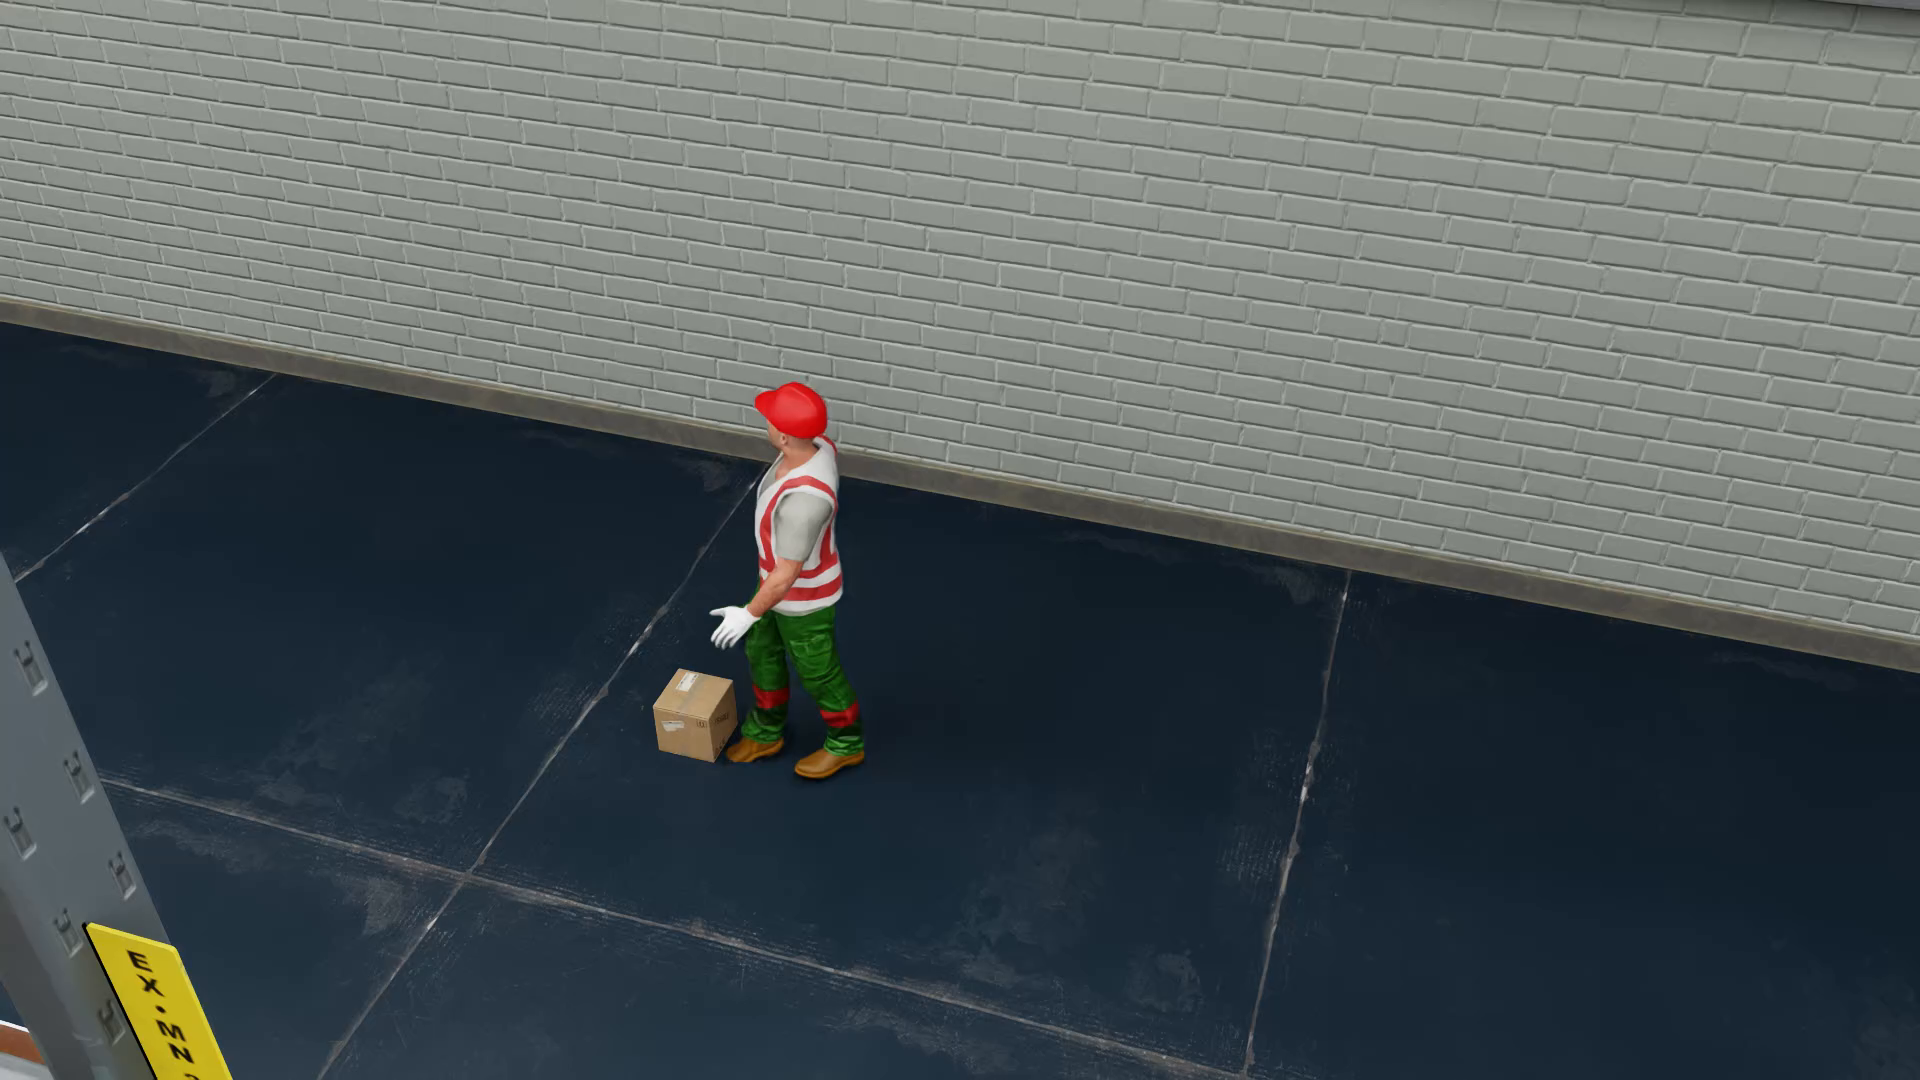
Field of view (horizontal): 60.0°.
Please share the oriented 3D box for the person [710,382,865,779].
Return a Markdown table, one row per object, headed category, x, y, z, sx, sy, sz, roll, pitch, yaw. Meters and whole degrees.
| category | x | y | z | sx | sy | sz | roll | pitch | yaw |
| --- | --- | --- | --- | --- | --- | --- | --- | --- | --- |
| person | -0.696 | 0.220 | 6.370 | 0.608 | 1.857 | 0.560 | -5 | 37 | -7 |
